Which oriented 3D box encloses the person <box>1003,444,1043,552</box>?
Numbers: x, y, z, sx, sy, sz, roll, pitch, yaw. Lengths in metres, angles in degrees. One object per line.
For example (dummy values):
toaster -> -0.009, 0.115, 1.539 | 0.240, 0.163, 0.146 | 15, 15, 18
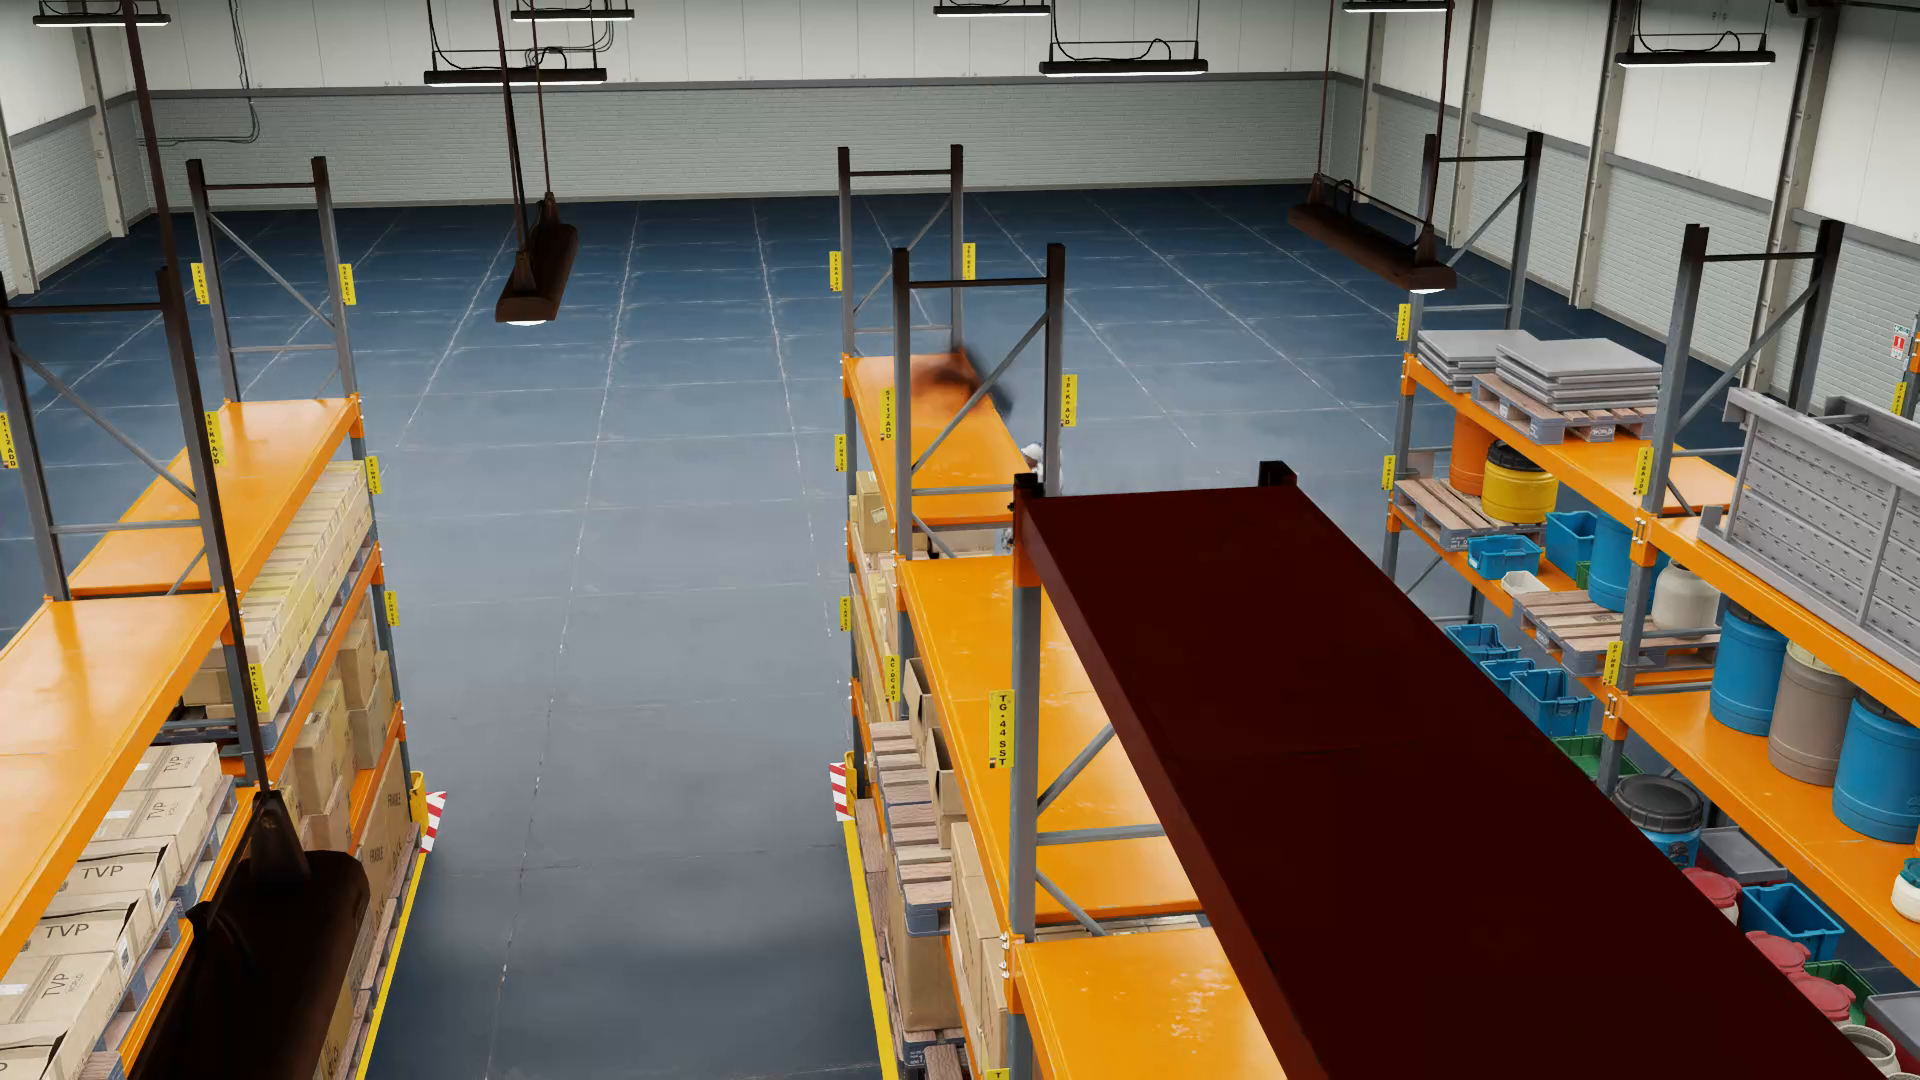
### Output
person -> 0.777, -0.326, 20.061 | 0.629, 1.743, 0.656 | 6, 22, 14
